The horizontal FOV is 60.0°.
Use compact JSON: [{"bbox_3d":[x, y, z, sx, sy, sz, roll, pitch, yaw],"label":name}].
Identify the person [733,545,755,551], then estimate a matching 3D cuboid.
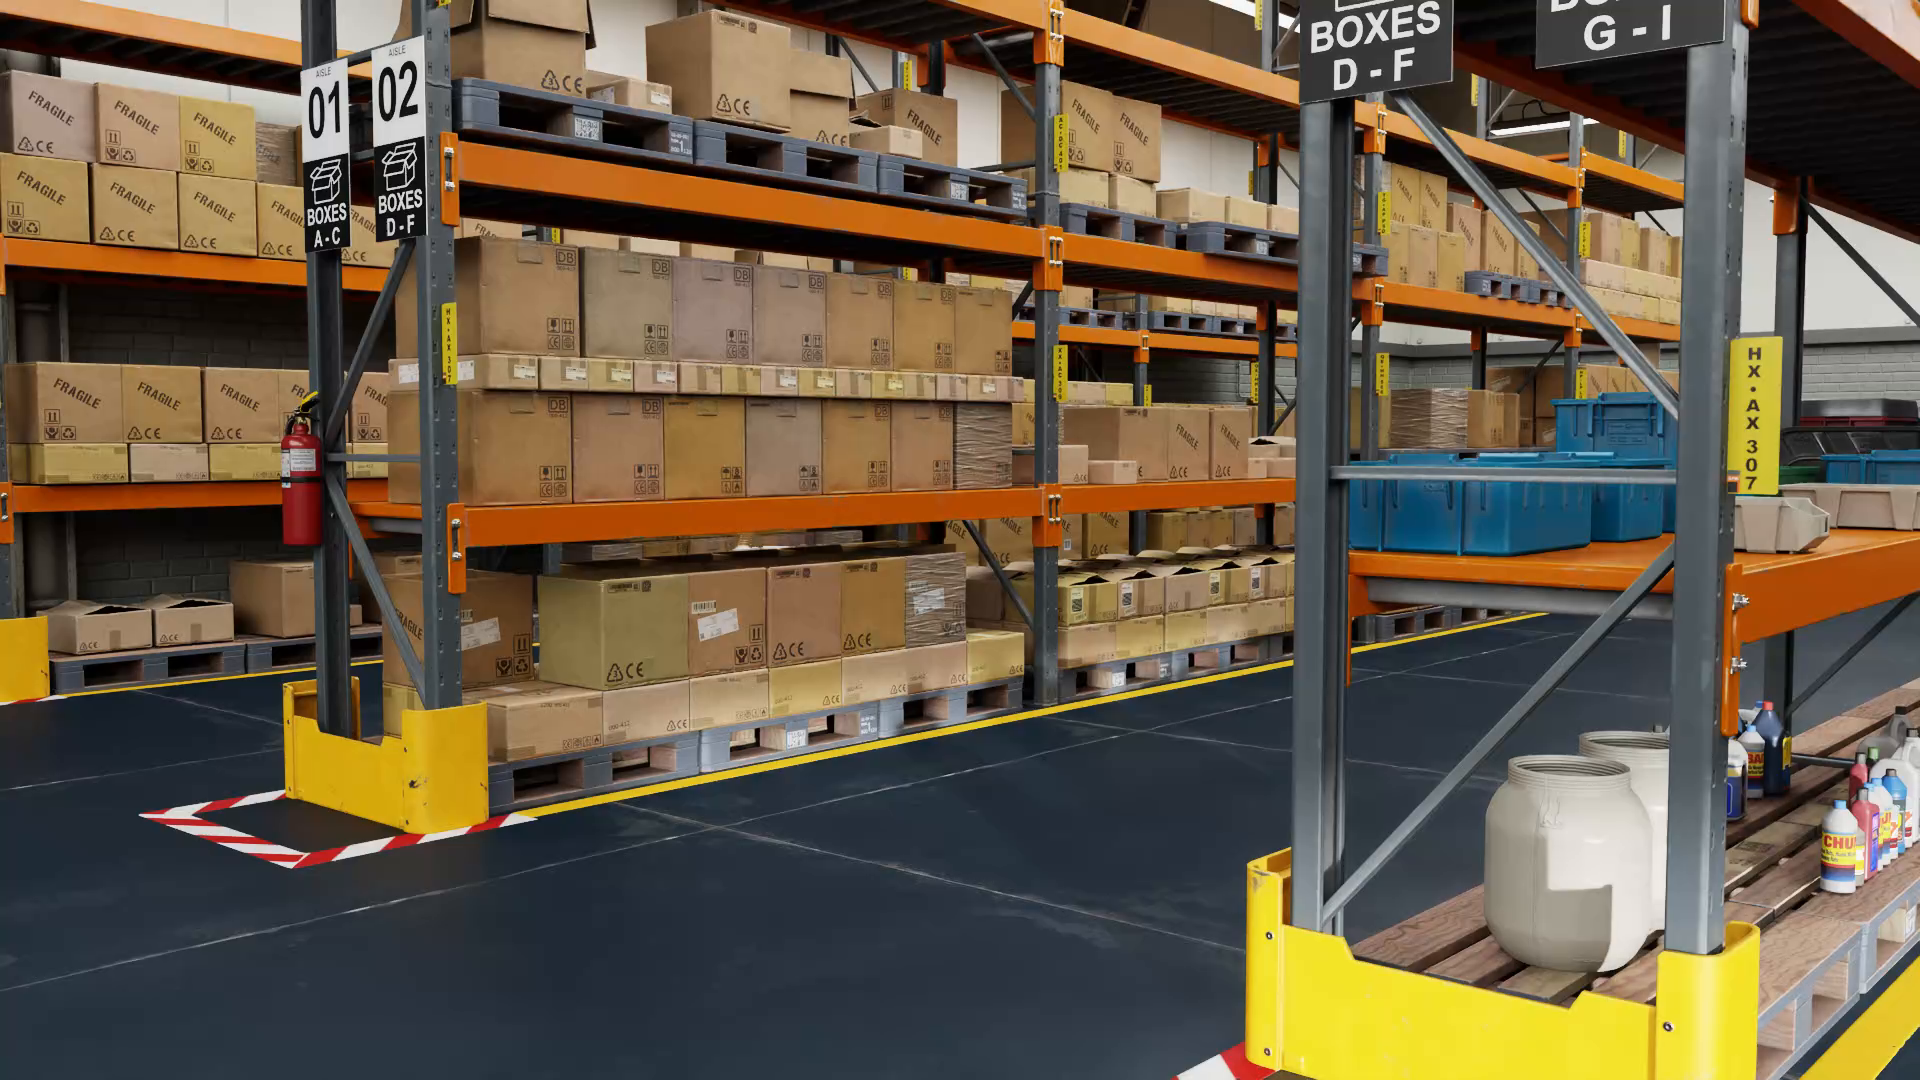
[{"bbox_3d":[-1.385,0.454,12.380,0.553,0.878,0.901,3,5,41],"label":"person"}]
